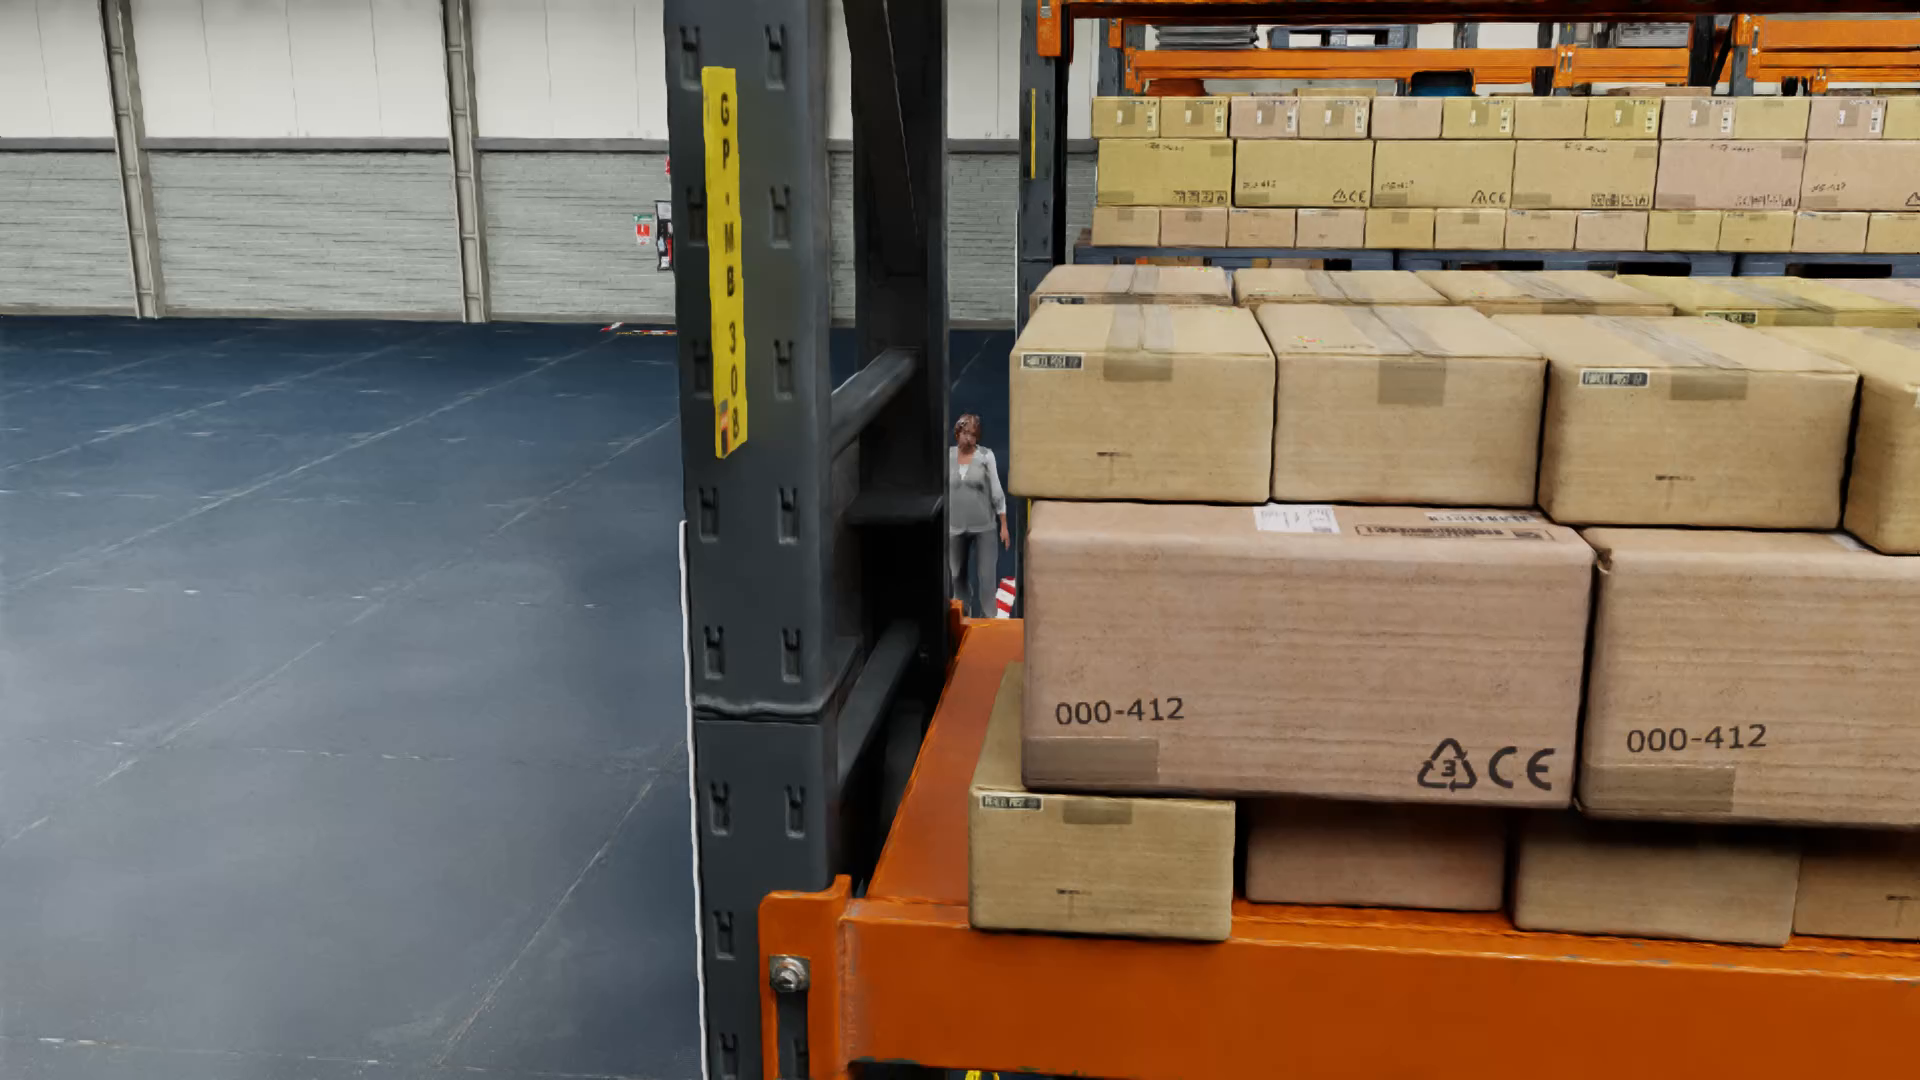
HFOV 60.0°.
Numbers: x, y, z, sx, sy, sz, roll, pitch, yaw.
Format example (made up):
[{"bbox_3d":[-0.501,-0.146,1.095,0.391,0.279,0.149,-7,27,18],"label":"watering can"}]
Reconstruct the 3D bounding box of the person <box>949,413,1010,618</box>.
[{"bbox_3d":[0.070,-0.054,11.166,0.558,1.582,0.368,4,15,17],"label":"person"}]
